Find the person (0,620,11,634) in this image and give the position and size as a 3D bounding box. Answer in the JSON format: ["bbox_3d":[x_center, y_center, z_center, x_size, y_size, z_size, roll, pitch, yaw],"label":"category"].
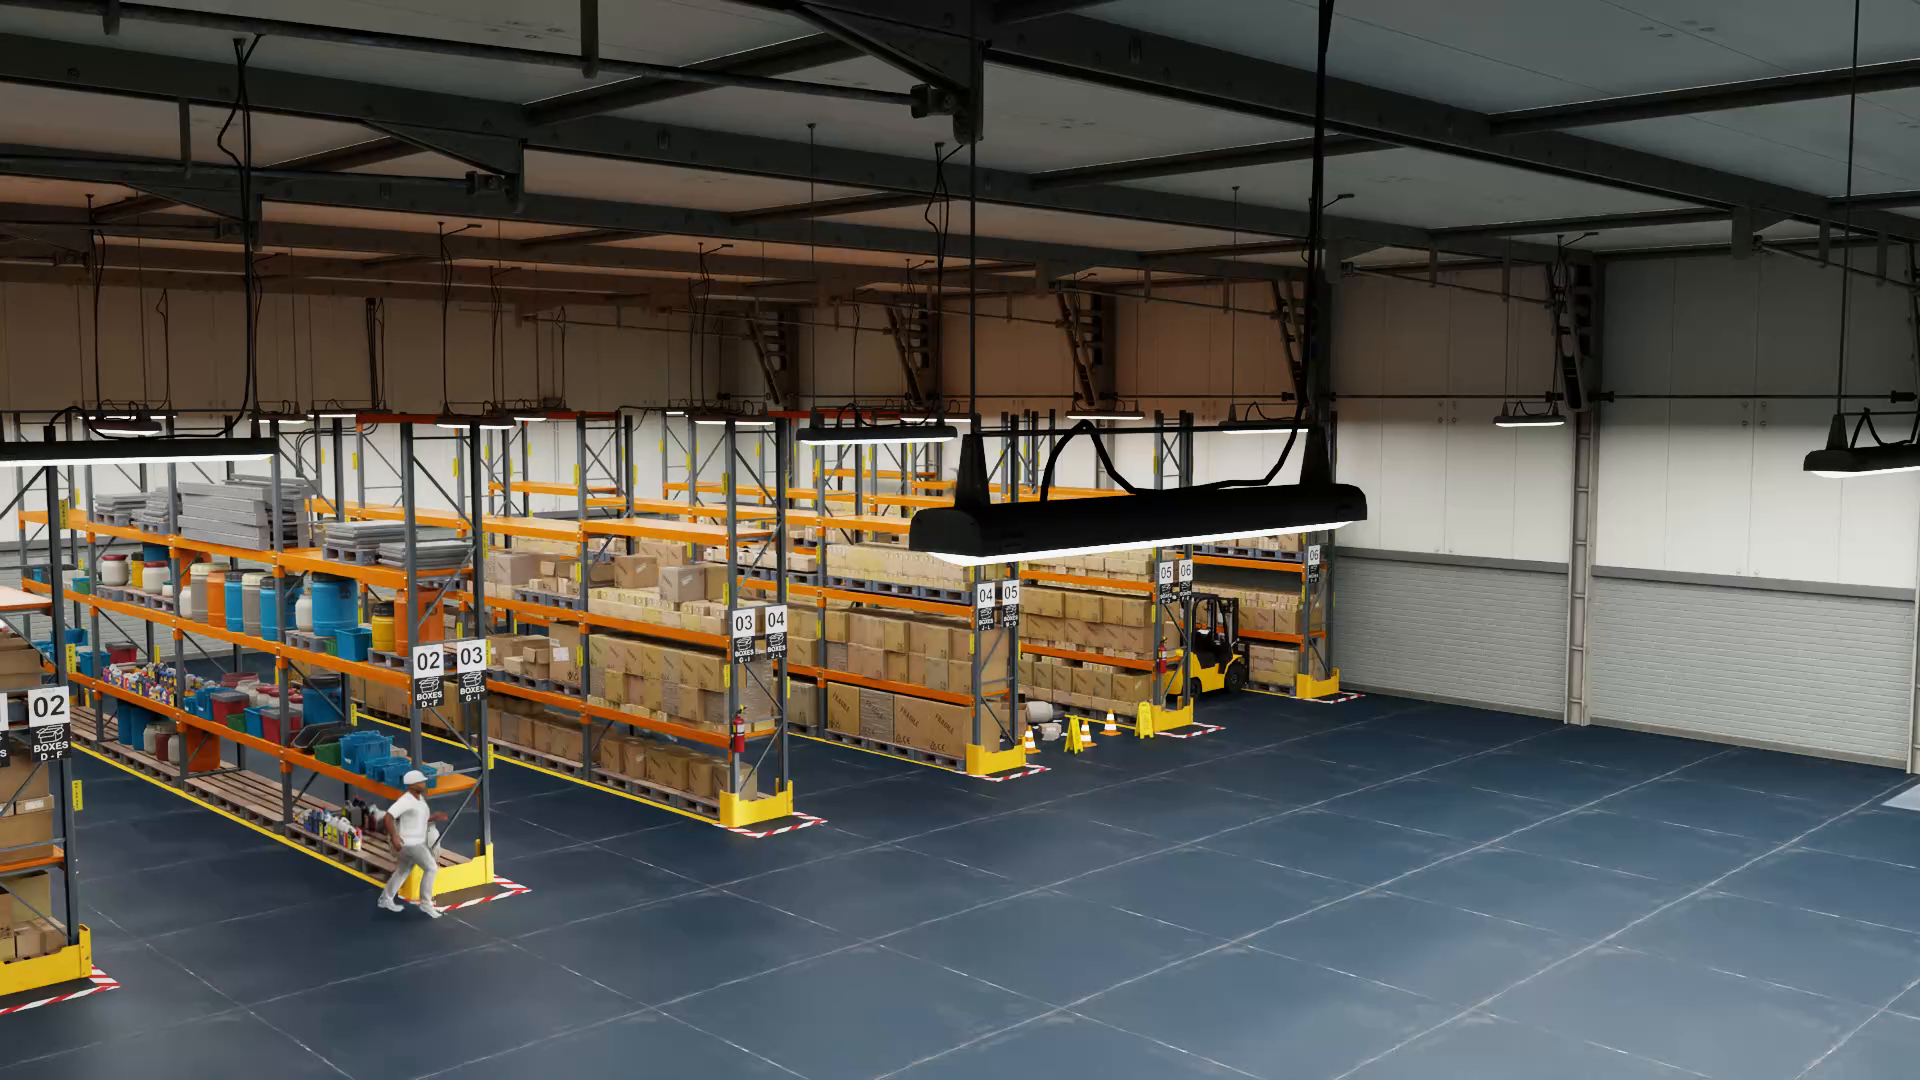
[{"bbox_3d":[-19.565,2.509,33.886,0.954,1.781,0.669,-3,6,-32],"label":"person"}]

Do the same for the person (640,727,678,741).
[{"bbox_3d":[-5.600,2.839,30.715,0.951,1.672,0.579,3,6,31],"label":"person"}]

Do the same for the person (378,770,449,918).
[{"bbox_3d":[-6.634,3.699,20.154,0.863,1.826,0.672,-1,5,-13],"label":"person"}]
